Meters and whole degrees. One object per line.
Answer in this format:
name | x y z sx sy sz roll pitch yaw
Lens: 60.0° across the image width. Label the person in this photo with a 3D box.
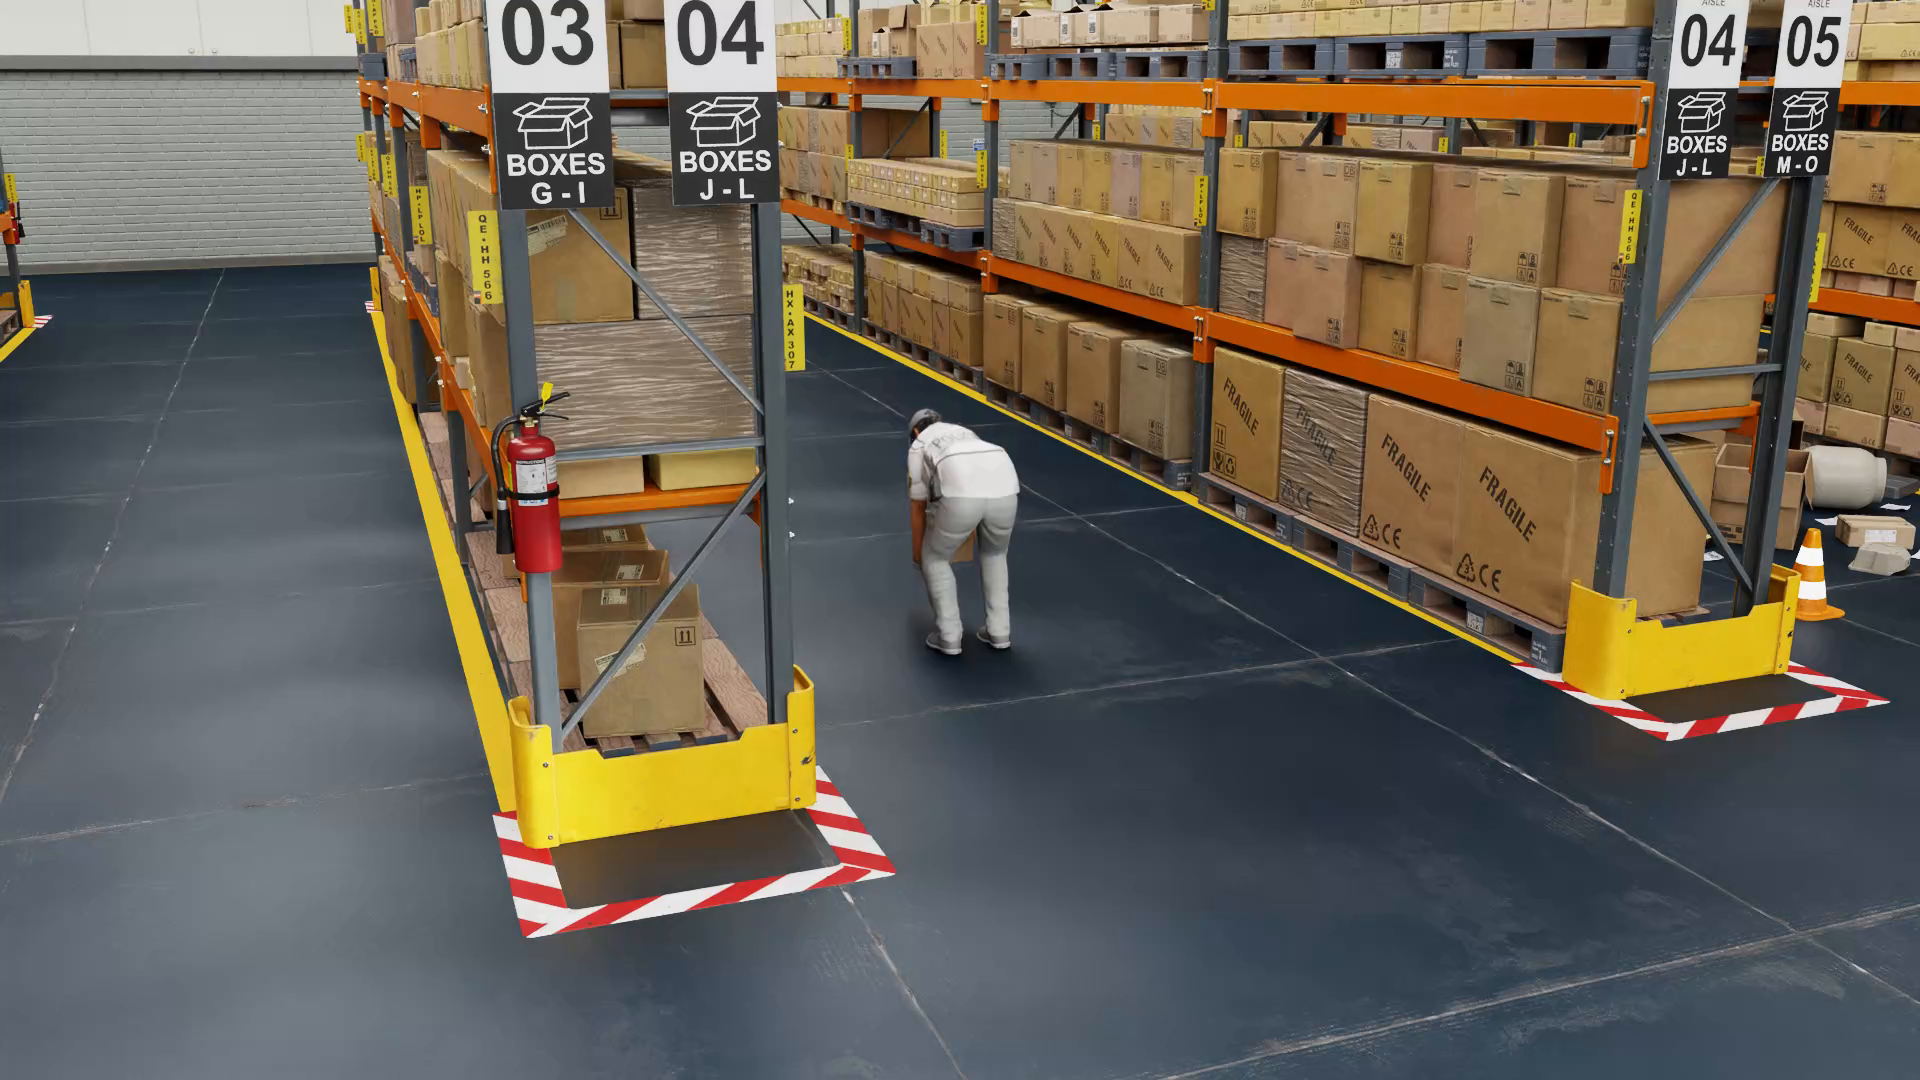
person | -0.028 -0.052 8.662 0.466 1.153 0.935 -6 17 -22
